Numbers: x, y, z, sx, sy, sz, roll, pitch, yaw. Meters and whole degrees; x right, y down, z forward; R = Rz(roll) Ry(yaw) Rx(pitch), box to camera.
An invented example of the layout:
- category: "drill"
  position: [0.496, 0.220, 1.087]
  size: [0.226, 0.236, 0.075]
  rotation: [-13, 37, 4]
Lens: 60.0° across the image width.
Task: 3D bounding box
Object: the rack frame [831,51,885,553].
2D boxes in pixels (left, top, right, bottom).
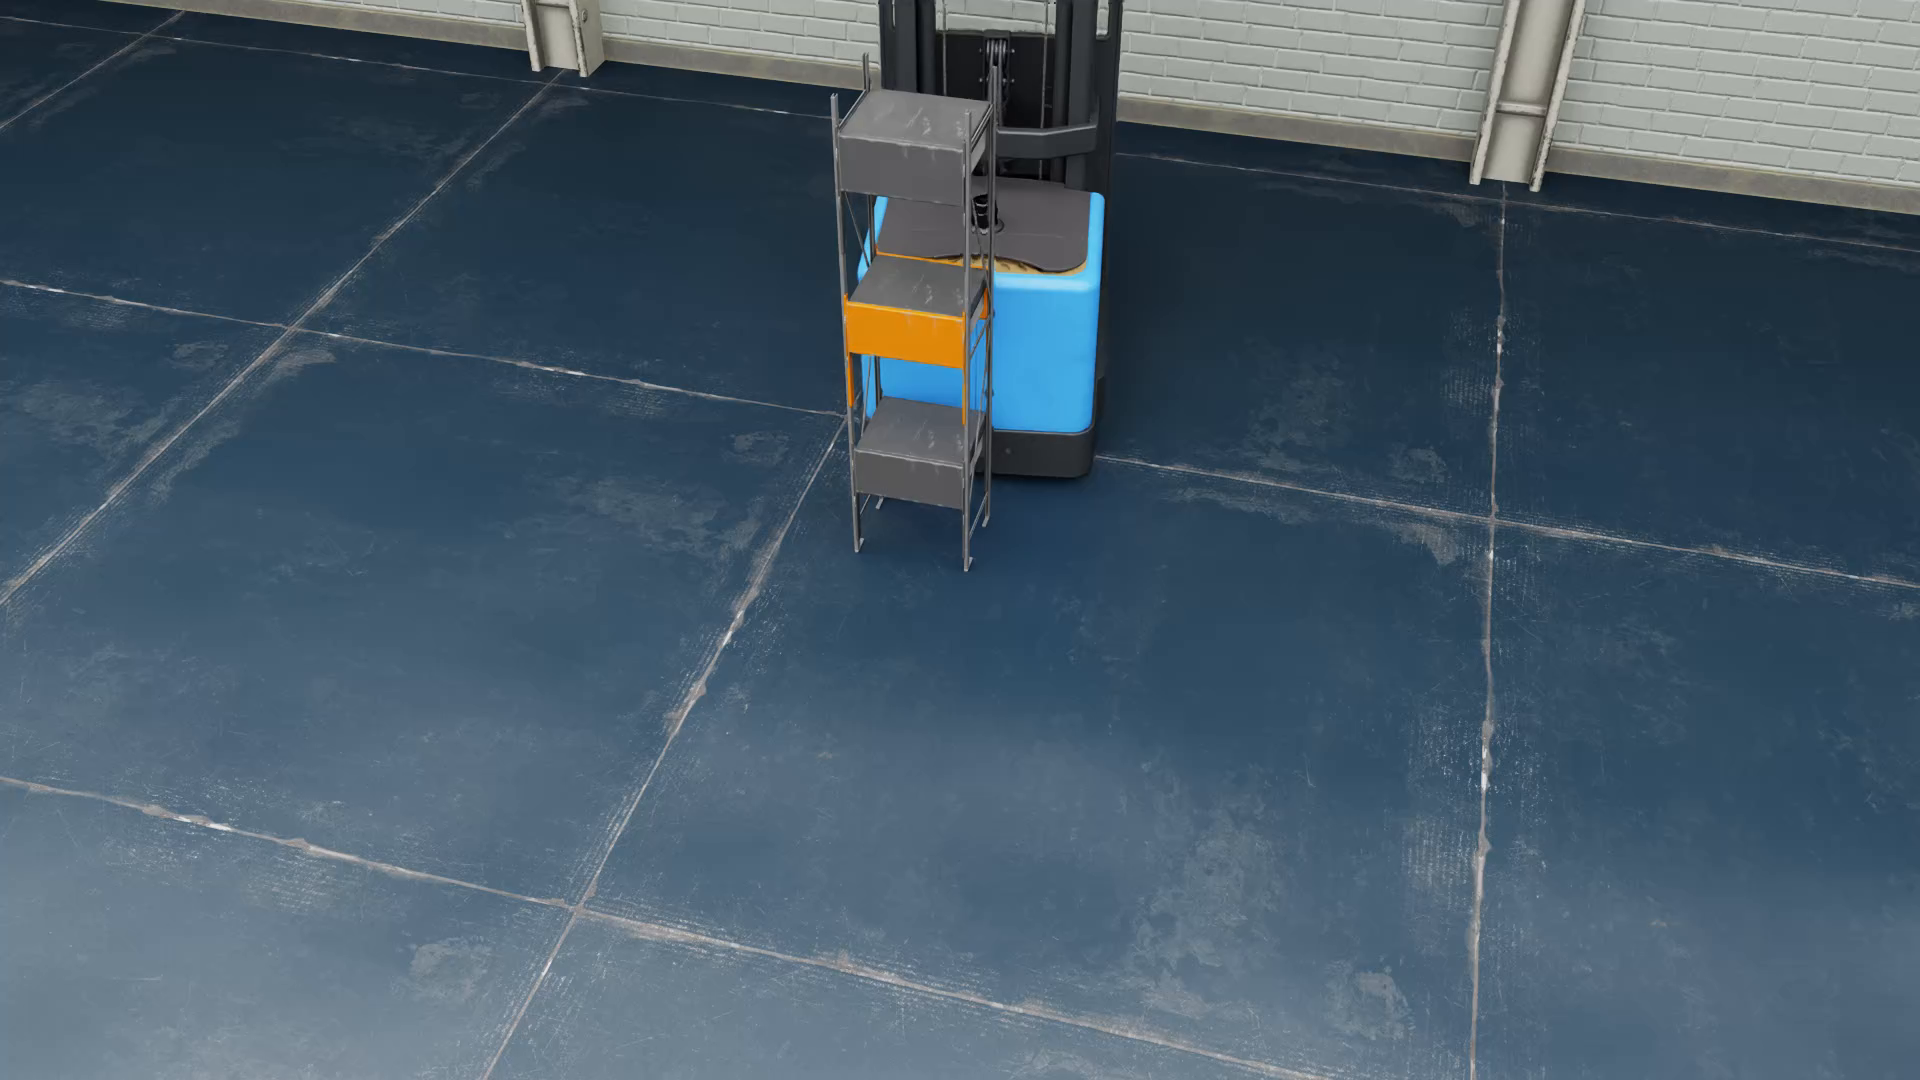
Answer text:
- category: "rack frame"
  position: [-0.396, -0.872, 6.656]
  size: [0.015, 2.100, 0.400]
  rotation: [10, 41, 11]

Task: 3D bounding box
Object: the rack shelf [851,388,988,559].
- category: "rack shelf"
  position: [-0.160, -0.285, 7.066]
  size: [0.480, 0.518, 0.431]
  rotation: [10, 41, 11]

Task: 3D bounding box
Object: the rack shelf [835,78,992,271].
- category: "rack shelf"
  position: [-0.160, -1.357, 6.166]
  size: [0.480, 0.518, 0.431]
  rotation: [10, 41, 11]

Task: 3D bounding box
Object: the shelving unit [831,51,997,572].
- category: "shelving unit"
  position: [-0.160, -0.832, 6.608]
  size: [0.503, 2.100, 0.431]
  rotation: [10, 41, 11]

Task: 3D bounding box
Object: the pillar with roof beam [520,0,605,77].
- category: "pillar with roof beam"
  position: [-3.695, -3.919, 4.920]
  size: [0.400, 9.000, 9.100]
  rotation: [10, 41, 11]

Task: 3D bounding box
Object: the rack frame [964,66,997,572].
- category: "rack frame"
  position: [0.076, -0.791, 6.559]
  size: [0.015, 2.100, 0.400]
  rotation: [10, 41, 11]

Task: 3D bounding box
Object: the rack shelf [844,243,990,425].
- category: "rack shelf"
  position: [-0.160, -0.821, 6.616]
  size: [0.480, 0.518, 0.431]
  rotation: [10, 41, 11]

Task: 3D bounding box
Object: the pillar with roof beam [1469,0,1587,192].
- category: "pillar with roof beam"
  position: [2.101, -2.922, 3.732]
  size: [0.400, 9.000, 9.100]
  rotation: [10, 41, 11]

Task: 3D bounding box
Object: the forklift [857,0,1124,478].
- category: "forklift"
  position: [0.205, -2.341, 7.758]
  size: [1.130, 2.935, 3.031]
  rotation: [3, 40, 4]
